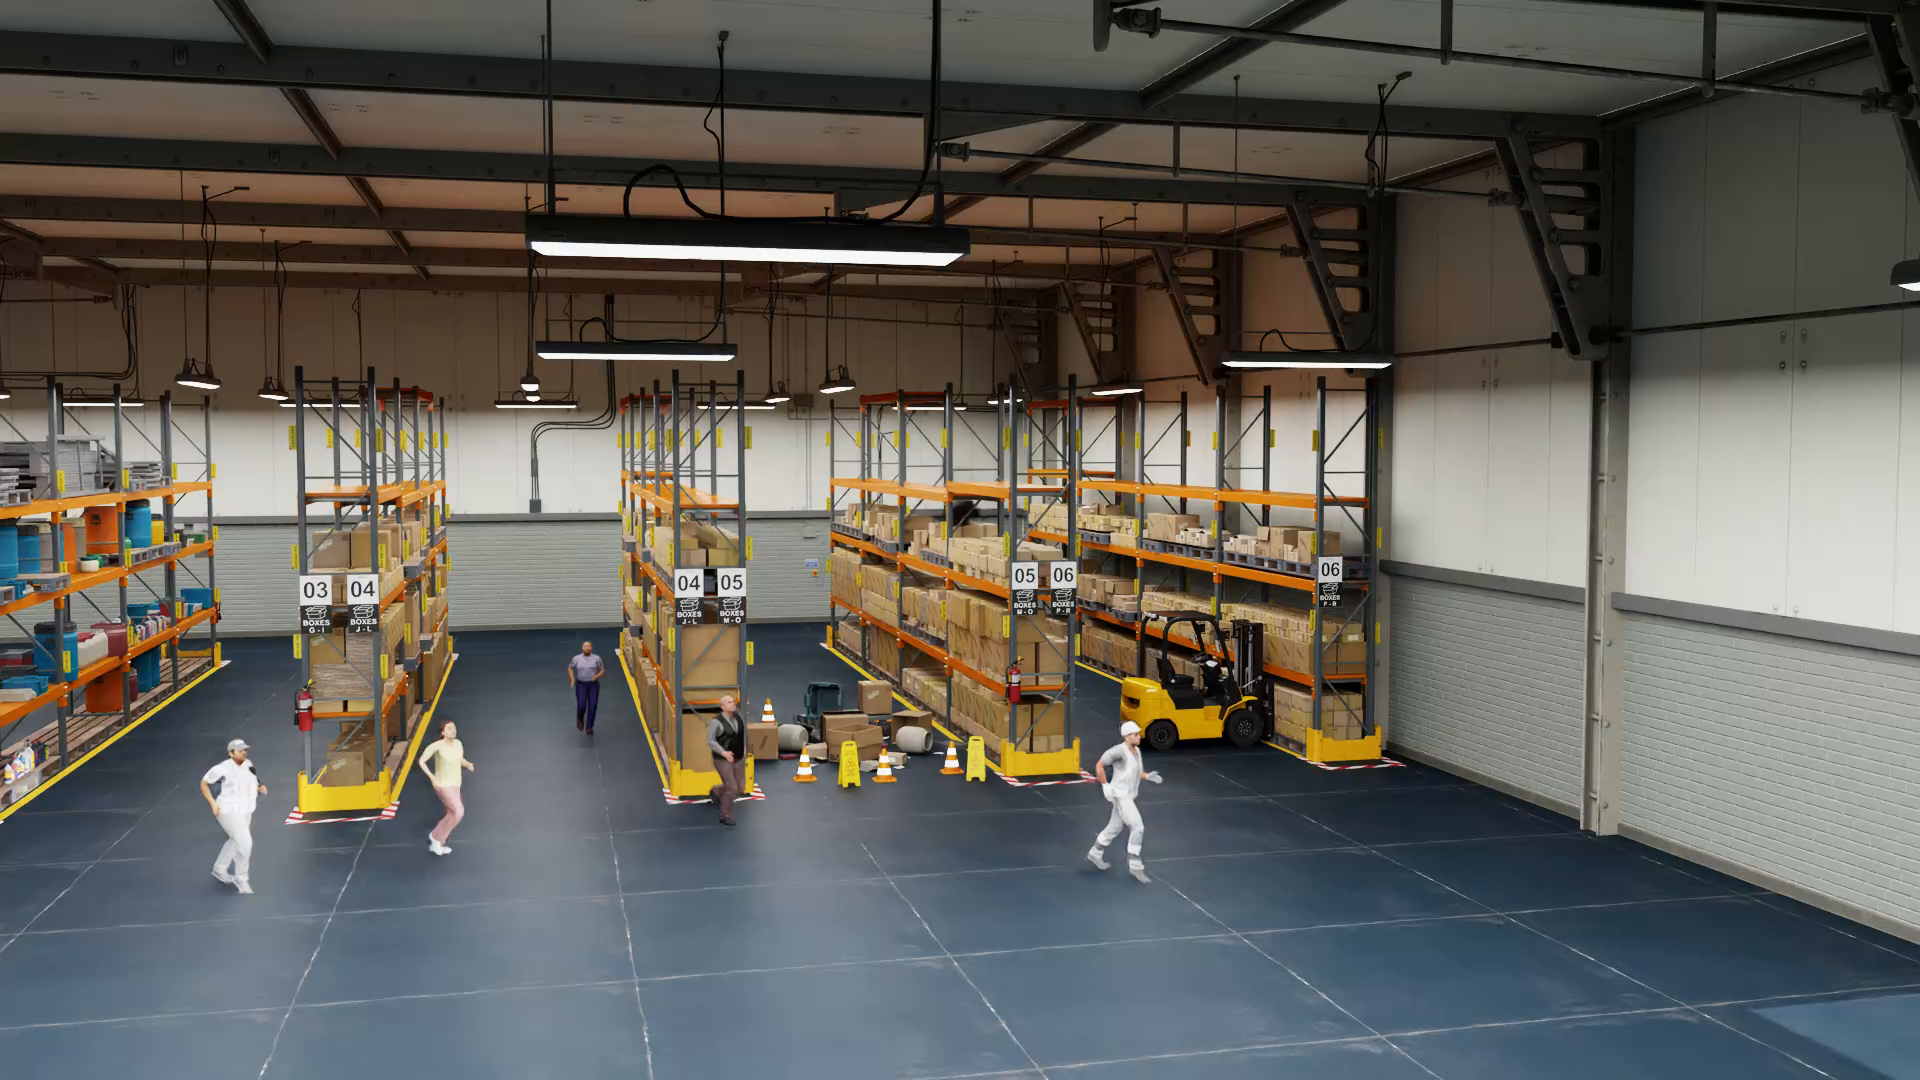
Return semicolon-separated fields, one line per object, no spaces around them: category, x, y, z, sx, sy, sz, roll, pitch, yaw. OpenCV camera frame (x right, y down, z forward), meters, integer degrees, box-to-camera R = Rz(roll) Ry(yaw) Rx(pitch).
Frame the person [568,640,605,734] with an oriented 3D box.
person;-6.336;2.511;28.264;0.606;1.600;0.556;-1;4;-17

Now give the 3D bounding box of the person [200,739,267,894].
person;-8.094;3.080;18.588;0.755;1.729;0.589;1;4;16

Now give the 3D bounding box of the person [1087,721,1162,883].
person;1.863;2.980;19.074;0.912;1.831;0.574;2;4;26

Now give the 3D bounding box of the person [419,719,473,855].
person;-6.150;2.975;20.066;0.589;1.636;0.559;2;4;27

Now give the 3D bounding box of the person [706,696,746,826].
person;-3.055;2.869;21.762;0.662;1.698;0.680;3;4;40
